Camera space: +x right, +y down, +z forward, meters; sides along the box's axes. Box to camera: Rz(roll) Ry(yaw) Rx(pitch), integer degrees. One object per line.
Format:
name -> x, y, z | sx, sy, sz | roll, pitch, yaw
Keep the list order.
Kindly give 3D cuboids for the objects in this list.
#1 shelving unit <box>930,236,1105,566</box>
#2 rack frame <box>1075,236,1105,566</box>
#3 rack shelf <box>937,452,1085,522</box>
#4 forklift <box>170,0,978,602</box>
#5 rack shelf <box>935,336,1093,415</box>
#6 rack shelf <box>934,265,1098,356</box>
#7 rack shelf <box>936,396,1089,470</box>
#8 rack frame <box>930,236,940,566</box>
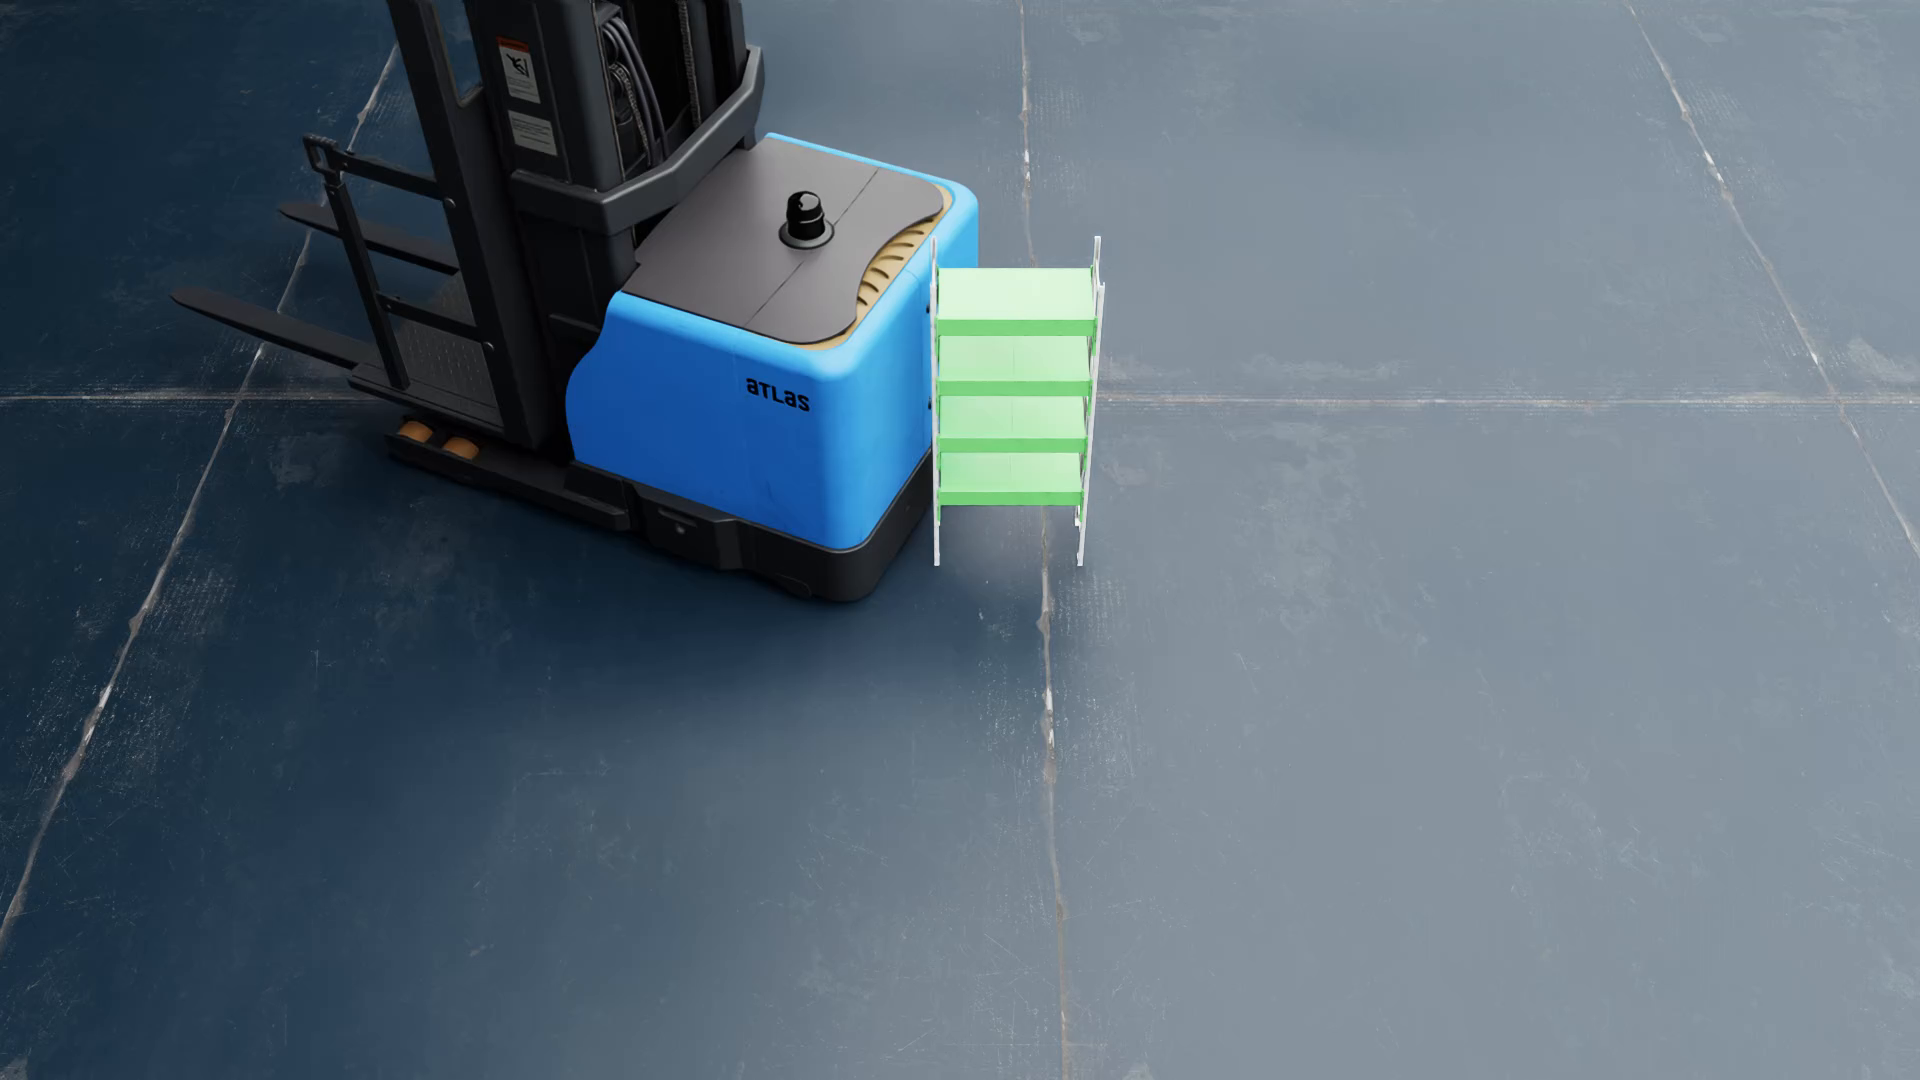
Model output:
shelving unit -> 0.166, -0.408, 5.310 | 0.503, 1.200, 0.258 | 0, 47, 0
rack frame -> 0.410, -0.408, 5.310 | 0.015, 1.200, 0.240 | 0, 47, 0
rack shelf -> 0.166, -0.201, 5.533 | 0.480, 0.148, 0.258 | 0, 47, 0
forklift -> -1.486, -1.533, 5.175 | 3.031, 2.935, 1.130 | 19, 50, 17
rack shelf -> 0.166, -0.528, 5.182 | 0.480, 0.148, 0.258 | 0, 47, 0
rack shelf -> 0.166, -0.692, 5.006 | 0.480, 0.148, 0.258 | 0, 47, 0
rack shelf -> 0.166, -0.365, 5.357 | 0.480, 0.148, 0.258 | 0, 47, 0
rack frame -> -0.078, -0.409, 5.311 | 0.015, 1.200, 0.240 | 0, 47, 0
